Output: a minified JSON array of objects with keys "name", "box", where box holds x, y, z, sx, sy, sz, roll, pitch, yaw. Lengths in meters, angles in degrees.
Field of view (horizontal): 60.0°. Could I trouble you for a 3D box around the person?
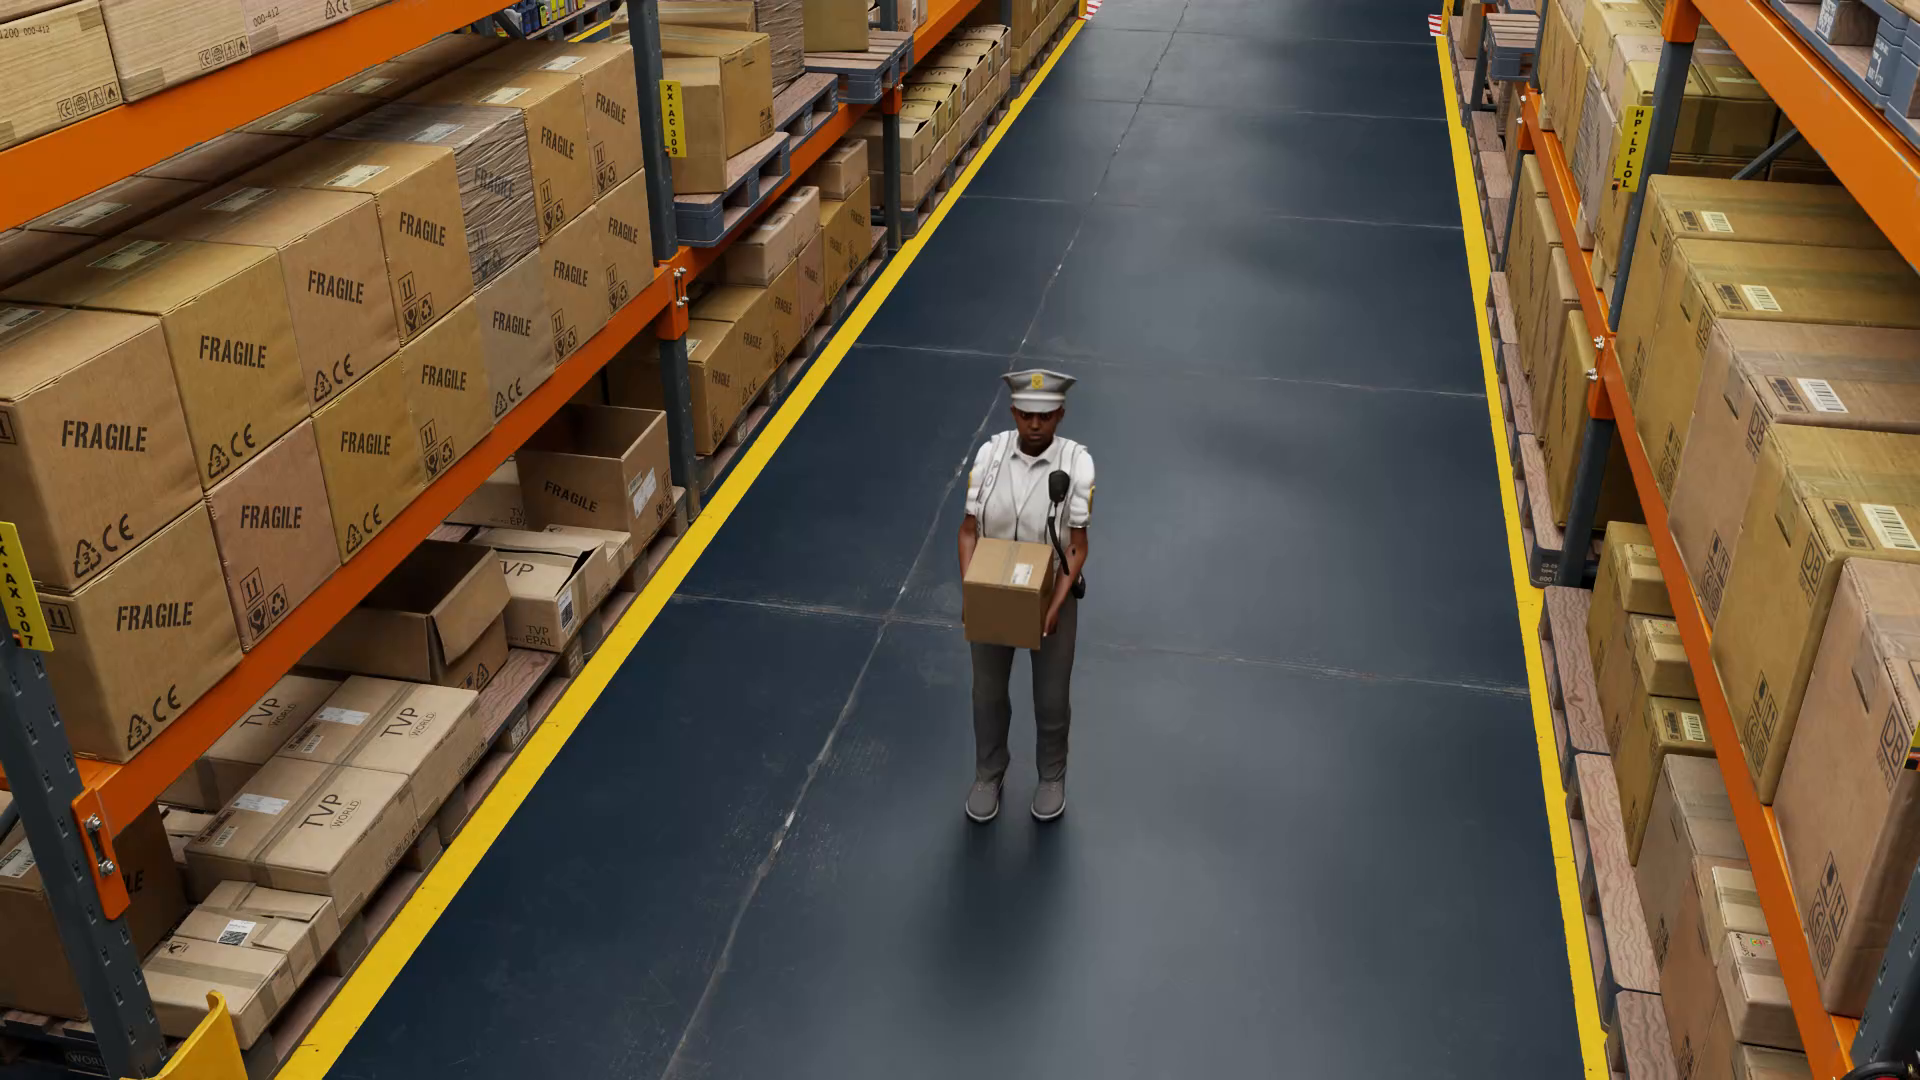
[{"name":"person","box":[0.208,0.220,5.701,0.450,1.688,0.534,6,30,11]}]
